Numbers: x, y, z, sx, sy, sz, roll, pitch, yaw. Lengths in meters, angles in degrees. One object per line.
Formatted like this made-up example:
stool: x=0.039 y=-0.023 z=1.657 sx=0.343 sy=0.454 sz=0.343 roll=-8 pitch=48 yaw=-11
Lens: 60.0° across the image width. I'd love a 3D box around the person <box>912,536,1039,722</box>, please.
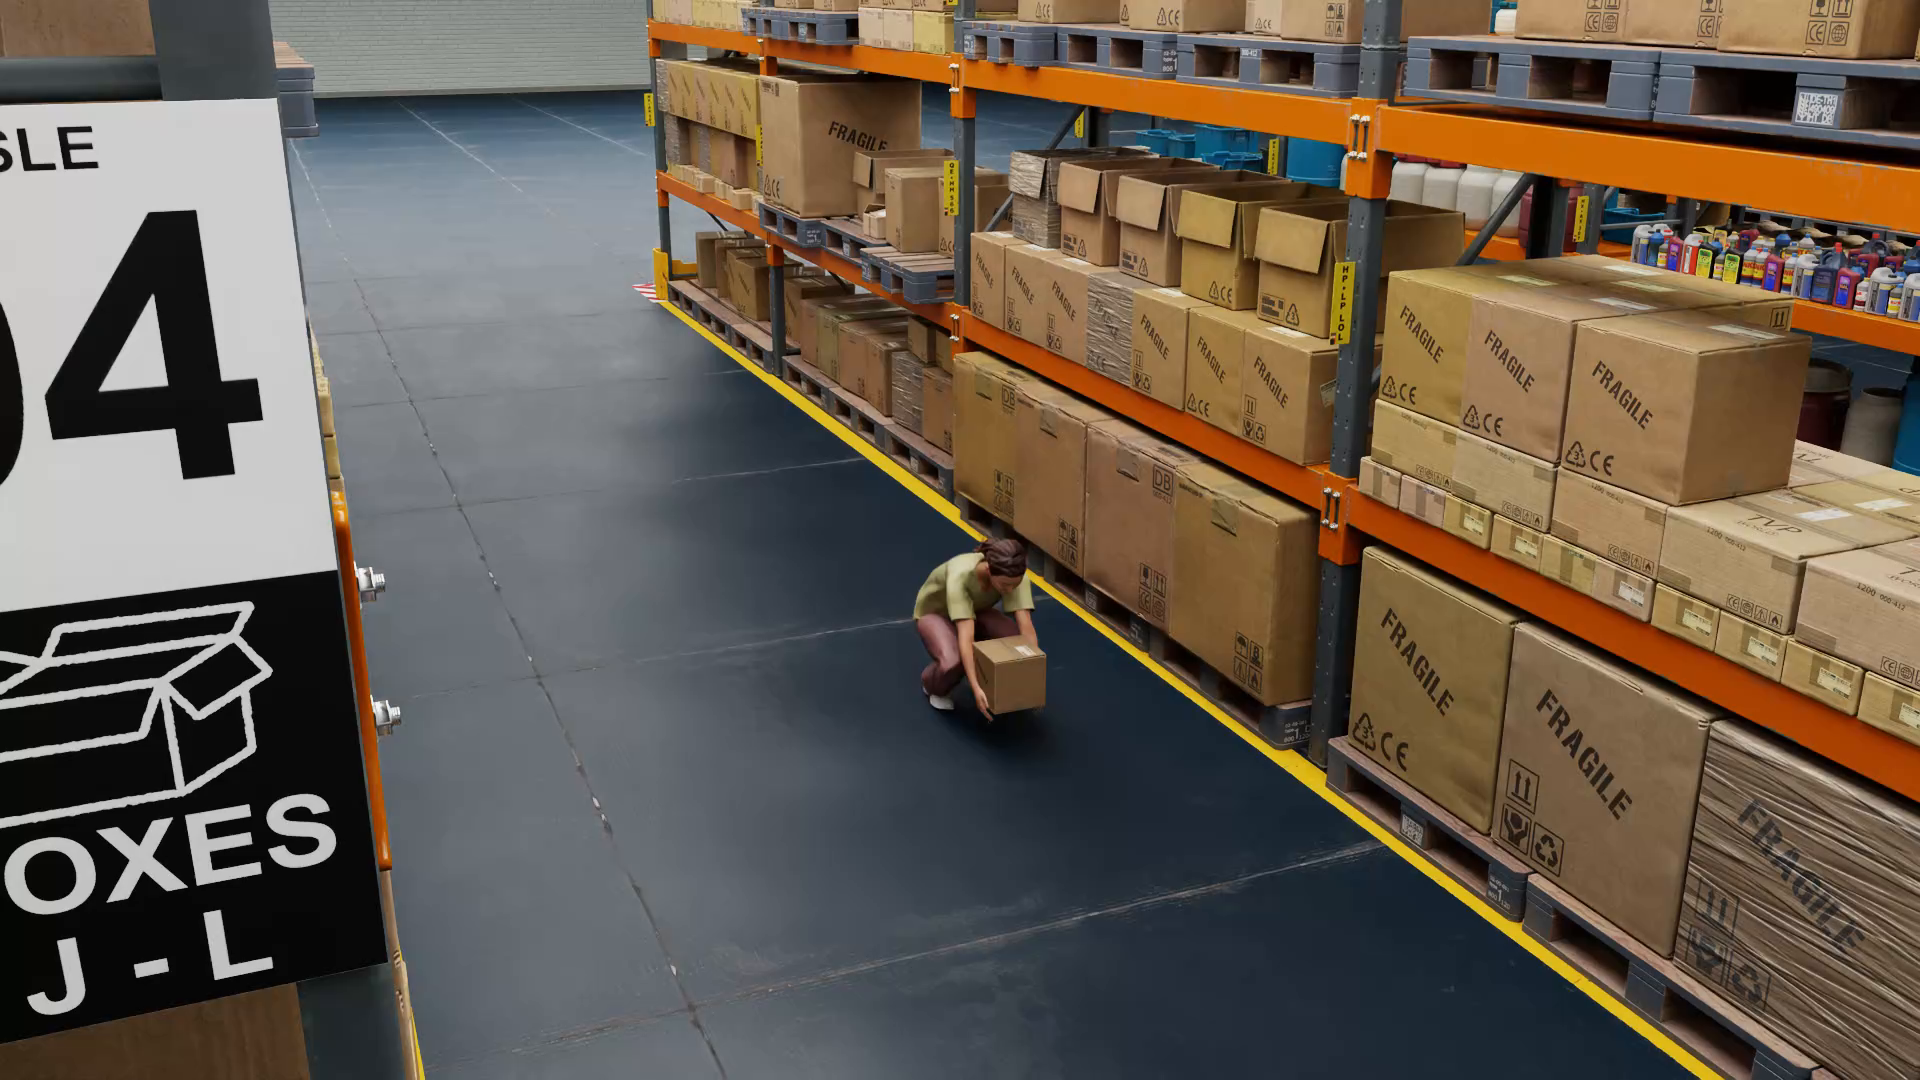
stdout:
person: x=0.089 y=0.375 z=7.662 sx=0.471 sy=0.914 sz=0.862 roll=-8 pitch=21 yaw=-23
